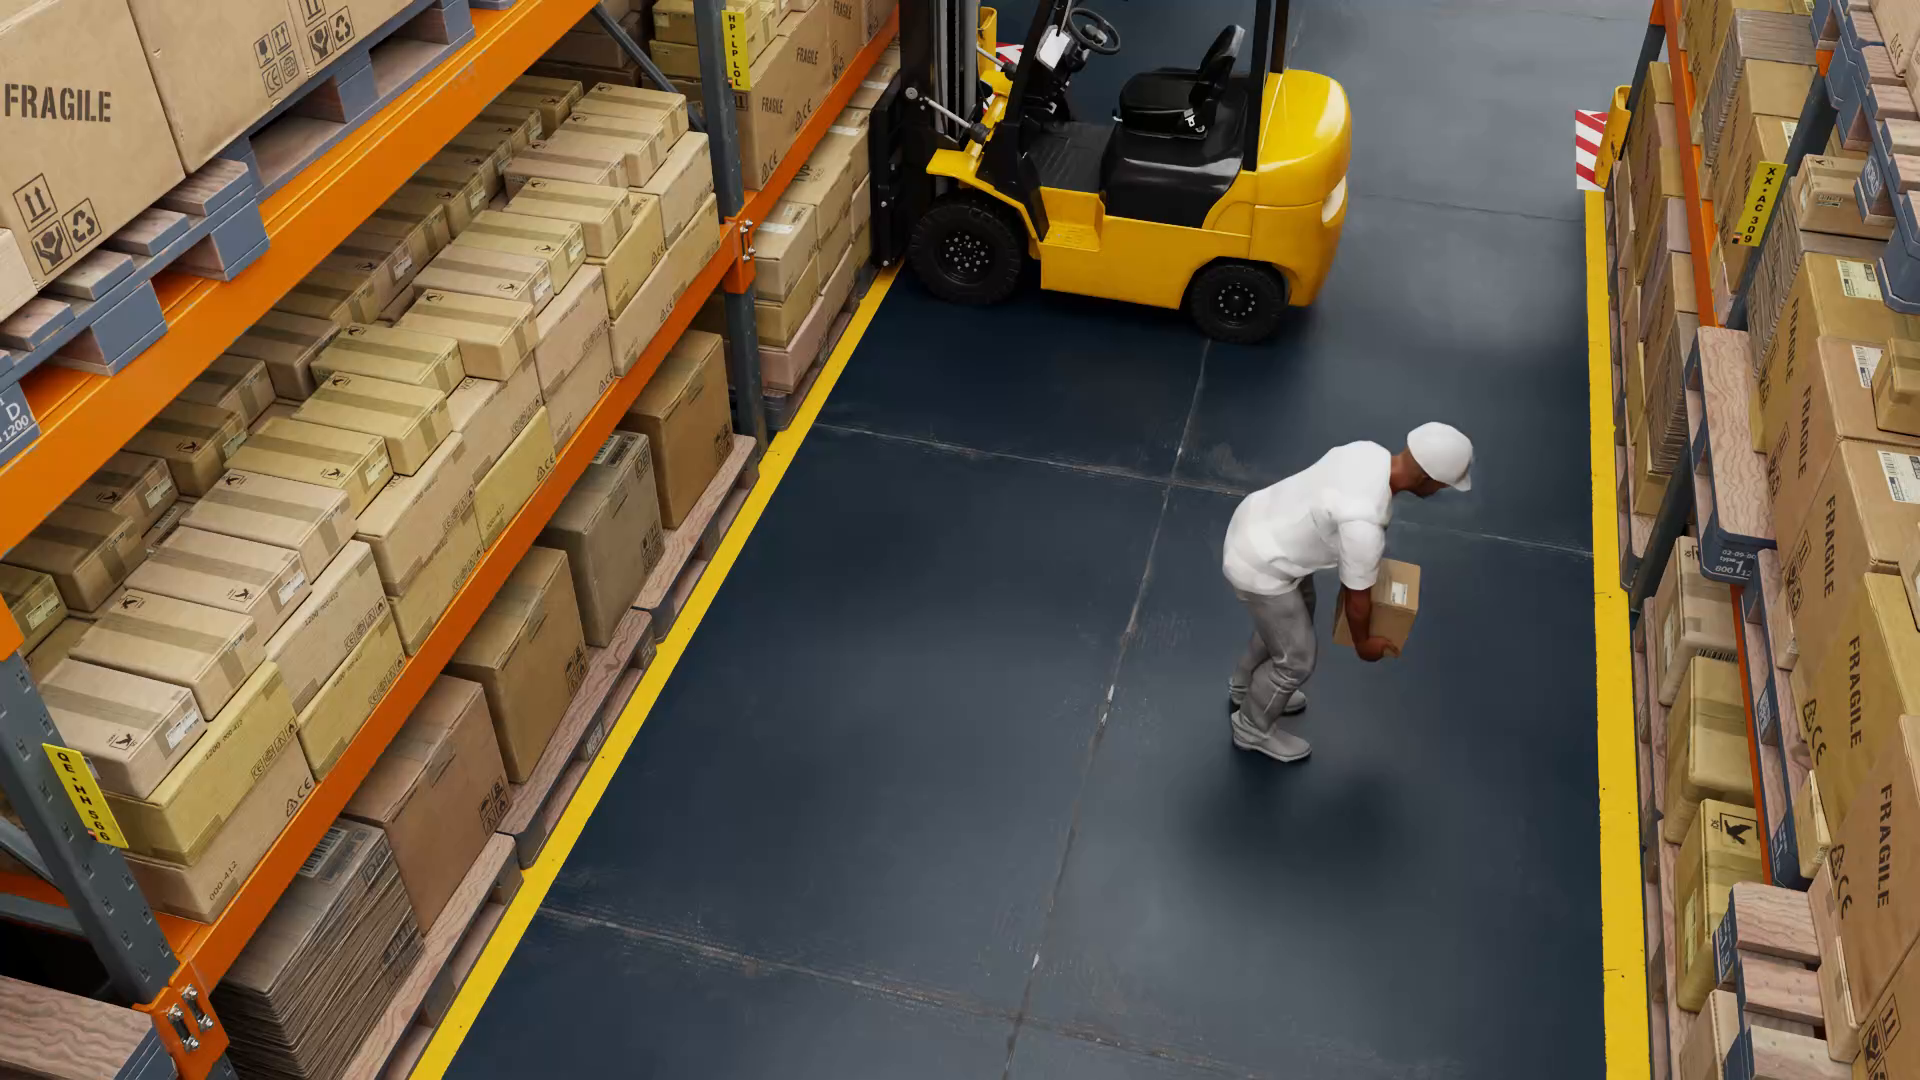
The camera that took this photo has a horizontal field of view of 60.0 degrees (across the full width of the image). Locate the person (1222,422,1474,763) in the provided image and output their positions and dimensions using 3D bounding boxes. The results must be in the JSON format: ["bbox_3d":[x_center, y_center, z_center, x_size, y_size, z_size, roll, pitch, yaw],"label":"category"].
[{"bbox_3d":[1.359,0.165,6.118,0.802,1.543,0.488,9,42,10],"label":"person"}]
